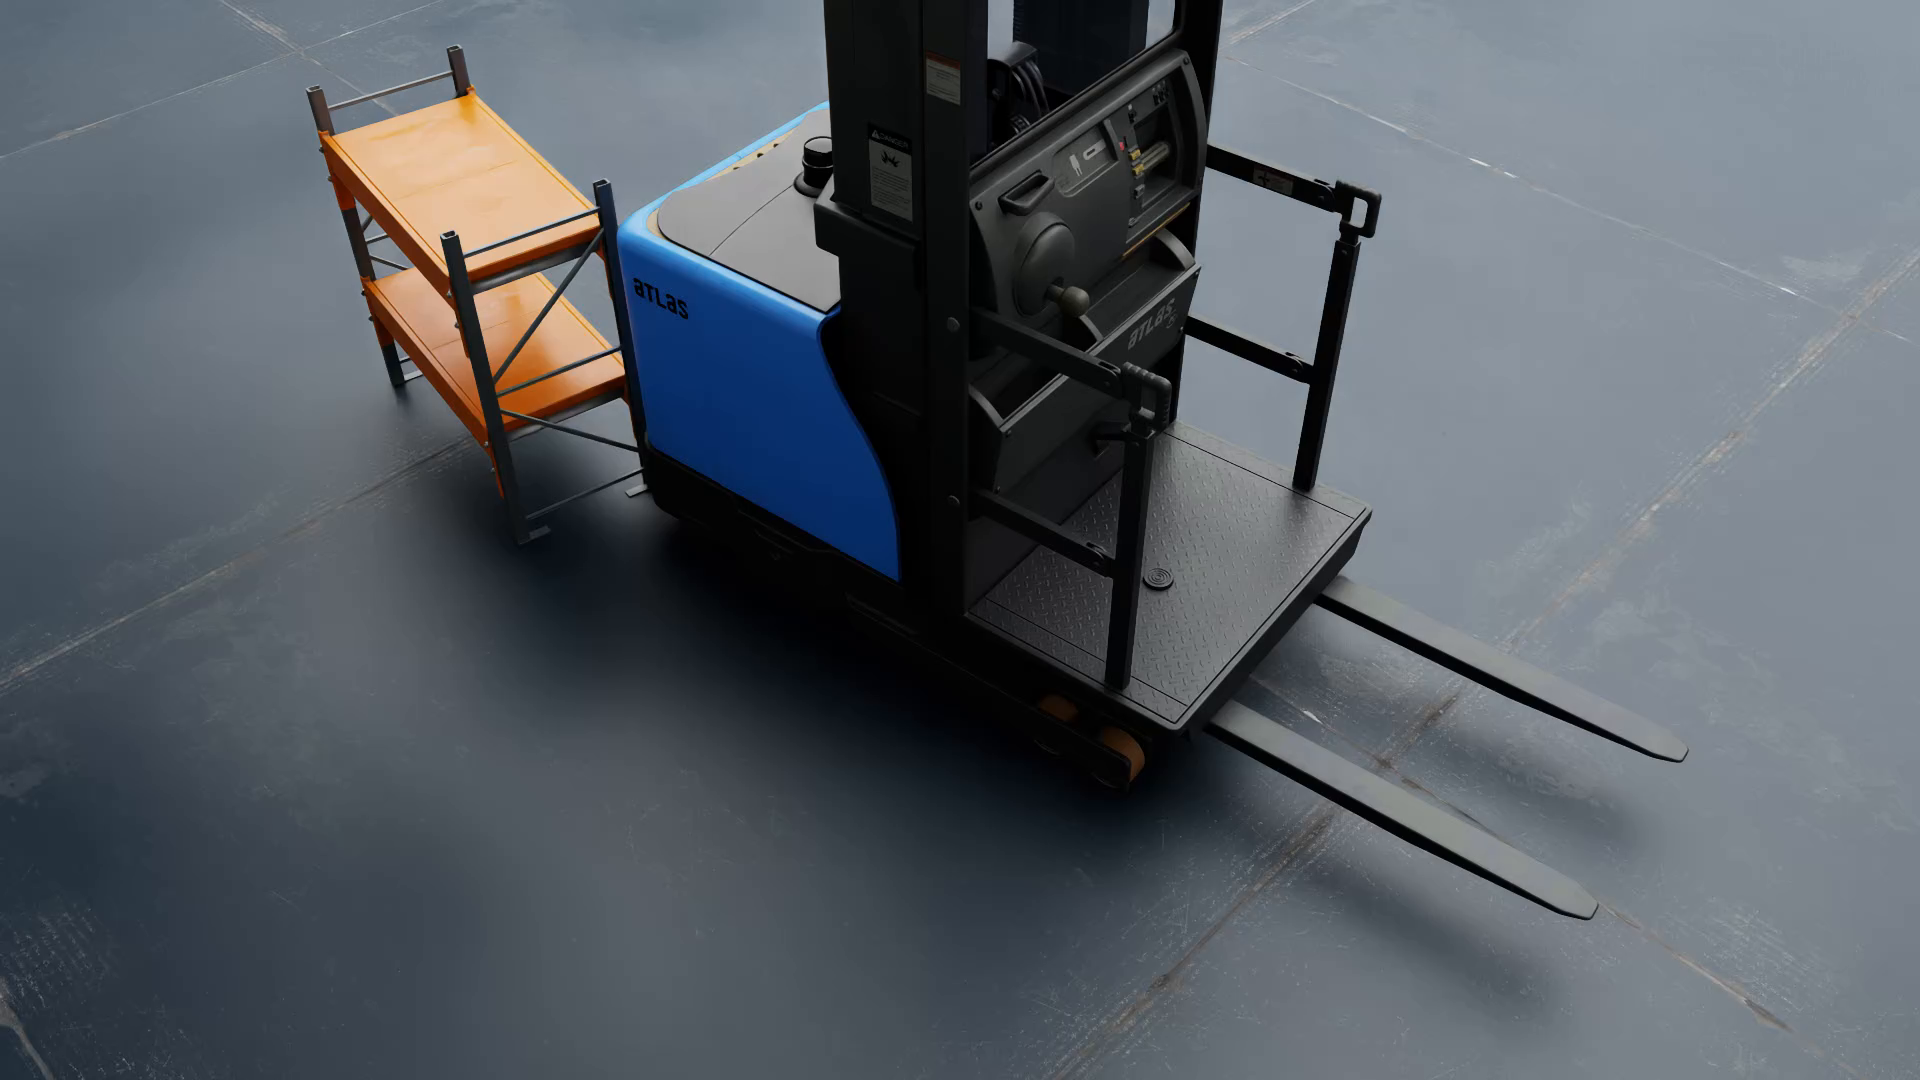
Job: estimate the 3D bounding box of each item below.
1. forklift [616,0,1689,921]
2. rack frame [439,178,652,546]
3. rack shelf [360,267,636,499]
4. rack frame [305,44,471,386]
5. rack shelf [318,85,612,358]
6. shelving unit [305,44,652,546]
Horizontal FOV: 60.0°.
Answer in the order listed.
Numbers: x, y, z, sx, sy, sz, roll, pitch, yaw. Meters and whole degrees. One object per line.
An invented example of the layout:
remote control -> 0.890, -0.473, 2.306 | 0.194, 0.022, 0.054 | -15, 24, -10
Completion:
forklift -> 0.498, -0.816, 3.974 | 3.031, 2.935, 1.130 | 28, 49, 27
rack frame -> -1.194, -0.502, 4.965 | 0.500, 1.125, 0.032 | -26, 49, -26
rack shelf -> -1.493, -0.602, 5.433 | 0.538, 0.278, 1.000 | -26, 49, -26
rack frame -> -1.792, -1.060, 5.569 | 0.500, 1.125, 0.032 | -26, 49, -26
rack shelf -> -1.493, -0.996, 5.068 | 0.538, 0.278, 1.000 | -26, 49, -26
shelving unit -> -1.493, -0.781, 5.267 | 0.538, 1.125, 1.048 | -26, 49, -26
